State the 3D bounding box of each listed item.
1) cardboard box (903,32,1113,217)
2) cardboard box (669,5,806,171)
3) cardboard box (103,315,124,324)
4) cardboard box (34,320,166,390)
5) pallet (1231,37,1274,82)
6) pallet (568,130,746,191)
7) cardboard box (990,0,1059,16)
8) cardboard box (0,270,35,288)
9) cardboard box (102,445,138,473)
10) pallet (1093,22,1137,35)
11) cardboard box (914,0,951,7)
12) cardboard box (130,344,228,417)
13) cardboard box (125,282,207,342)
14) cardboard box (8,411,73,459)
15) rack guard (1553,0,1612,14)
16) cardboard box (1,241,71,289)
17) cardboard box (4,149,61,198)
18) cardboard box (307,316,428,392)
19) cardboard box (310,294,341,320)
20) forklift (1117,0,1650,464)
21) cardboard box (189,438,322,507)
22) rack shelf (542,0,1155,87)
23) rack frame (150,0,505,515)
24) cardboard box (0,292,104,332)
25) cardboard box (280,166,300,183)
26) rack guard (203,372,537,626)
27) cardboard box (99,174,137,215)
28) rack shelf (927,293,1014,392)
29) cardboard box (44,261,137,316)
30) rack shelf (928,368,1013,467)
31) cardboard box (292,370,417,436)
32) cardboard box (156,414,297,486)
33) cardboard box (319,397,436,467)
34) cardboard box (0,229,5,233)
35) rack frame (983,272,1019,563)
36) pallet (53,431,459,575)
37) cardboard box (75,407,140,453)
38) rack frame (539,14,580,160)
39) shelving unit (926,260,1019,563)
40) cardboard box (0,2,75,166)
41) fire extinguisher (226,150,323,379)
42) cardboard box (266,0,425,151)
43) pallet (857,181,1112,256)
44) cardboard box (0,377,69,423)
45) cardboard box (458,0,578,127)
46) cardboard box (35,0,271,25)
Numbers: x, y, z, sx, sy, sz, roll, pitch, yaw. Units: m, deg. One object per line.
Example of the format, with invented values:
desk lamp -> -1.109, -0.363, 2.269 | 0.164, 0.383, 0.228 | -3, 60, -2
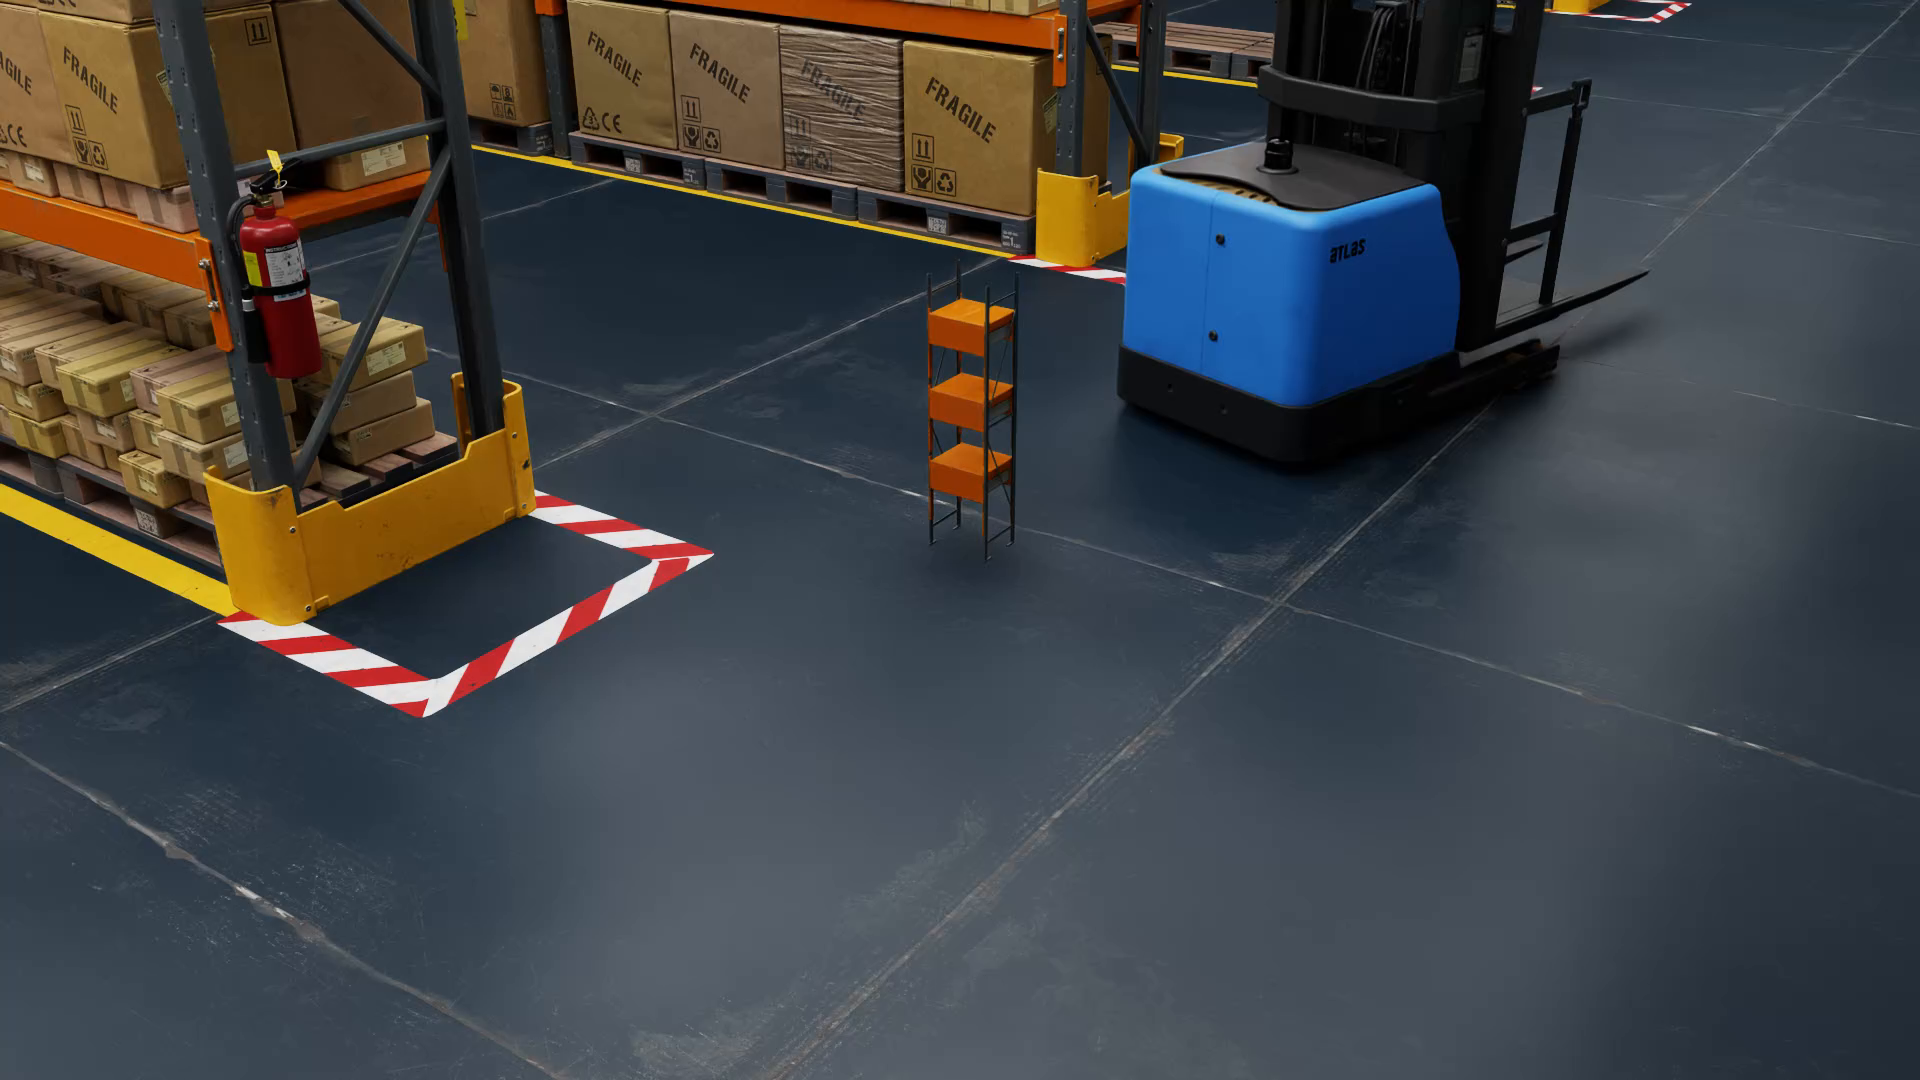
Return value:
cardboard box -> 0.280, -2.477, 9.689 | 0.875, 0.875, 0.875 | 17, 32, 30
cardboard box -> -1.204, -2.939, 10.597 | 0.875, 0.875, 0.875 | 17, 32, 30
cardboard box -> -3.440, -0.868, 7.000 | 0.250, 0.149, 0.380 | 19, 33, 33
cardboard box -> -3.256, -0.692, 6.326 | 0.250, 0.149, 0.380 | 16, 31, 28
pallet -> 2.999, -3.937, 13.754 | 1.213, 0.211, 1.003 | 17, 32, 30
pallet -> -1.862, -2.662, 11.248 | 1.213, 0.211, 1.003 | 17, 32, 30
cardboard box -> 0.373, -2.958, 9.033 | 0.250, 0.149, 0.380 | 18, 32, 31
cardboard box -> -4.077, -0.984, 6.900 | 0.250, 0.149, 0.380 | 16, 31, 28
cardboard box -> -3.029, -0.376, 6.361 | 0.250, 0.149, 0.380 | 17, 32, 30
pallet -> 0.988, -4.564, 14.985 | 1.213, 0.211, 1.003 | 17, 32, 30
cardboard box -> -0.050, -3.090, 9.291 | 0.250, 0.149, 0.380 | 17, 32, 30
cardboard box -> -2.793, -0.583, 6.112 | 0.250, 0.149, 0.380 | 18, 32, 31
cardboard box -> -3.183, -0.963, 6.859 | 0.250, 0.149, 0.380 | 19, 32, 32
cardboard box -> -3.486, -0.476, 6.559 | 0.250, 0.149, 0.380 | 16, 31, 28
rack guard -> 6.402, -5.710, 16.919 | 0.348, 0.500, 1.175 | 17, 32, 30
cardboard box -> -4.008, -1.246, 7.415 | 0.250, 0.149, 0.380 | 16, 31, 28
cardboard box -> -3.090, -1.333, 5.840 | 0.250, 0.149, 0.380 | 18, 32, 32
cardboard box -> -2.278, -0.717, 6.376 | 0.250, 0.149, 0.380 | 16, 31, 28
cardboard box -> -2.709, -0.855, 6.648 | 0.250, 0.149, 0.380 | 17, 32, 30
forklift -> 2.144, -2.156, 7.256 | 3.031, 2.935, 1.130 | -21, 34, -35
cardboard box -> -2.591, -0.247, 6.109 | 0.250, 0.149, 0.380 | 18, 32, 31
rack shelf -> -0.796, -3.295, 10.211 | 4.000, 0.370, 1.077 | 17, 32, 30
rack frame -> -2.039, -1.274, 5.446 | 0.127, 3.000, 1.000 | 17, 32, 30
cardboard box -> -3.664, -0.849, 6.636 | 0.250, 0.149, 0.380 | 16, 31, 29
cardboard box -> -2.353, -1.417, 6.005 | 0.250, 0.149, 0.380 | 19, 32, 32
rack guard -> -2.101, -0.179, 6.051 | 0.348, 0.500, 1.175 | 17, 32, 30
cardboard box -> -2.651, -1.218, 5.612 | 0.250, 0.149, 0.380 | 17, 32, 30
rack shelf -> 0.044, -0.698, 5.861 | 0.240, 0.259, 0.215 | 17, 32, 30
cardboard box -> -3.636, -1.076, 7.082 | 0.250, 0.149, 0.380 | 17, 32, 30
rack shelf -> 0.044, -0.445, 5.990 | 0.240, 0.259, 0.215 | 17, 32, 30
cardboard box -> -2.325, -0.553, 6.382 | 0.250, 0.149, 0.380 | 19, 32, 32
cardboard box -> -2.635, -0.352, 5.986 | 0.250, 0.149, 0.380 | 16, 31, 29
cardboard box -> -2.289, -0.445, 6.496 | 0.250, 0.149, 0.380 | 18, 32, 31
cardboard box -> -4.453, -1.376, 7.672 | 0.250, 0.149, 0.380 | 17, 32, 30
rack frame -> 0.145, -0.423, 5.923 | 0.008, 1.050, 0.200 | 17, 32, 30
pallet -> -2.751, -0.272, 6.552 | 1.213, 0.211, 1.003 | 17, 32, 30
cardboard box -> -3.065, -0.484, 6.247 | 0.250, 0.149, 0.380 | 16, 31, 28
rack frame -> -2.444, -4.129, 11.057 | 0.127, 3.000, 1.000 | 17, 32, 30
shelving unit -> 0.044, -0.454, 5.985 | 0.252, 1.050, 0.215 | 17, 32, 30
cardboard box -> -2.976, -1.604, 5.657 | 0.500, 0.500, 0.500 | 17, 31, 30
fire extinguisher -> -2.092, -0.836, 5.082 | 0.183, 0.674, 0.296 | 17, 32, 30
cardboard box -> -2.252, -1.669, 5.785 | 0.500, 0.500, 0.500 | 19, 33, 33
pallet -> 0.149, -2.035, 10.017 | 1.213, 0.211, 1.003 | 17, 32, 30
cardboard box -> -3.499, -0.613, 6.499 | 0.250, 0.149, 0.380 | 18, 32, 31
cardboard box -> -2.983, -3.526, 11.752 | 0.875, 0.875, 1.225 | 17, 32, 30
cardboard box -> -2.557, -1.921, 5.177 | 0.500, 0.500, 0.500 | 17, 31, 29
